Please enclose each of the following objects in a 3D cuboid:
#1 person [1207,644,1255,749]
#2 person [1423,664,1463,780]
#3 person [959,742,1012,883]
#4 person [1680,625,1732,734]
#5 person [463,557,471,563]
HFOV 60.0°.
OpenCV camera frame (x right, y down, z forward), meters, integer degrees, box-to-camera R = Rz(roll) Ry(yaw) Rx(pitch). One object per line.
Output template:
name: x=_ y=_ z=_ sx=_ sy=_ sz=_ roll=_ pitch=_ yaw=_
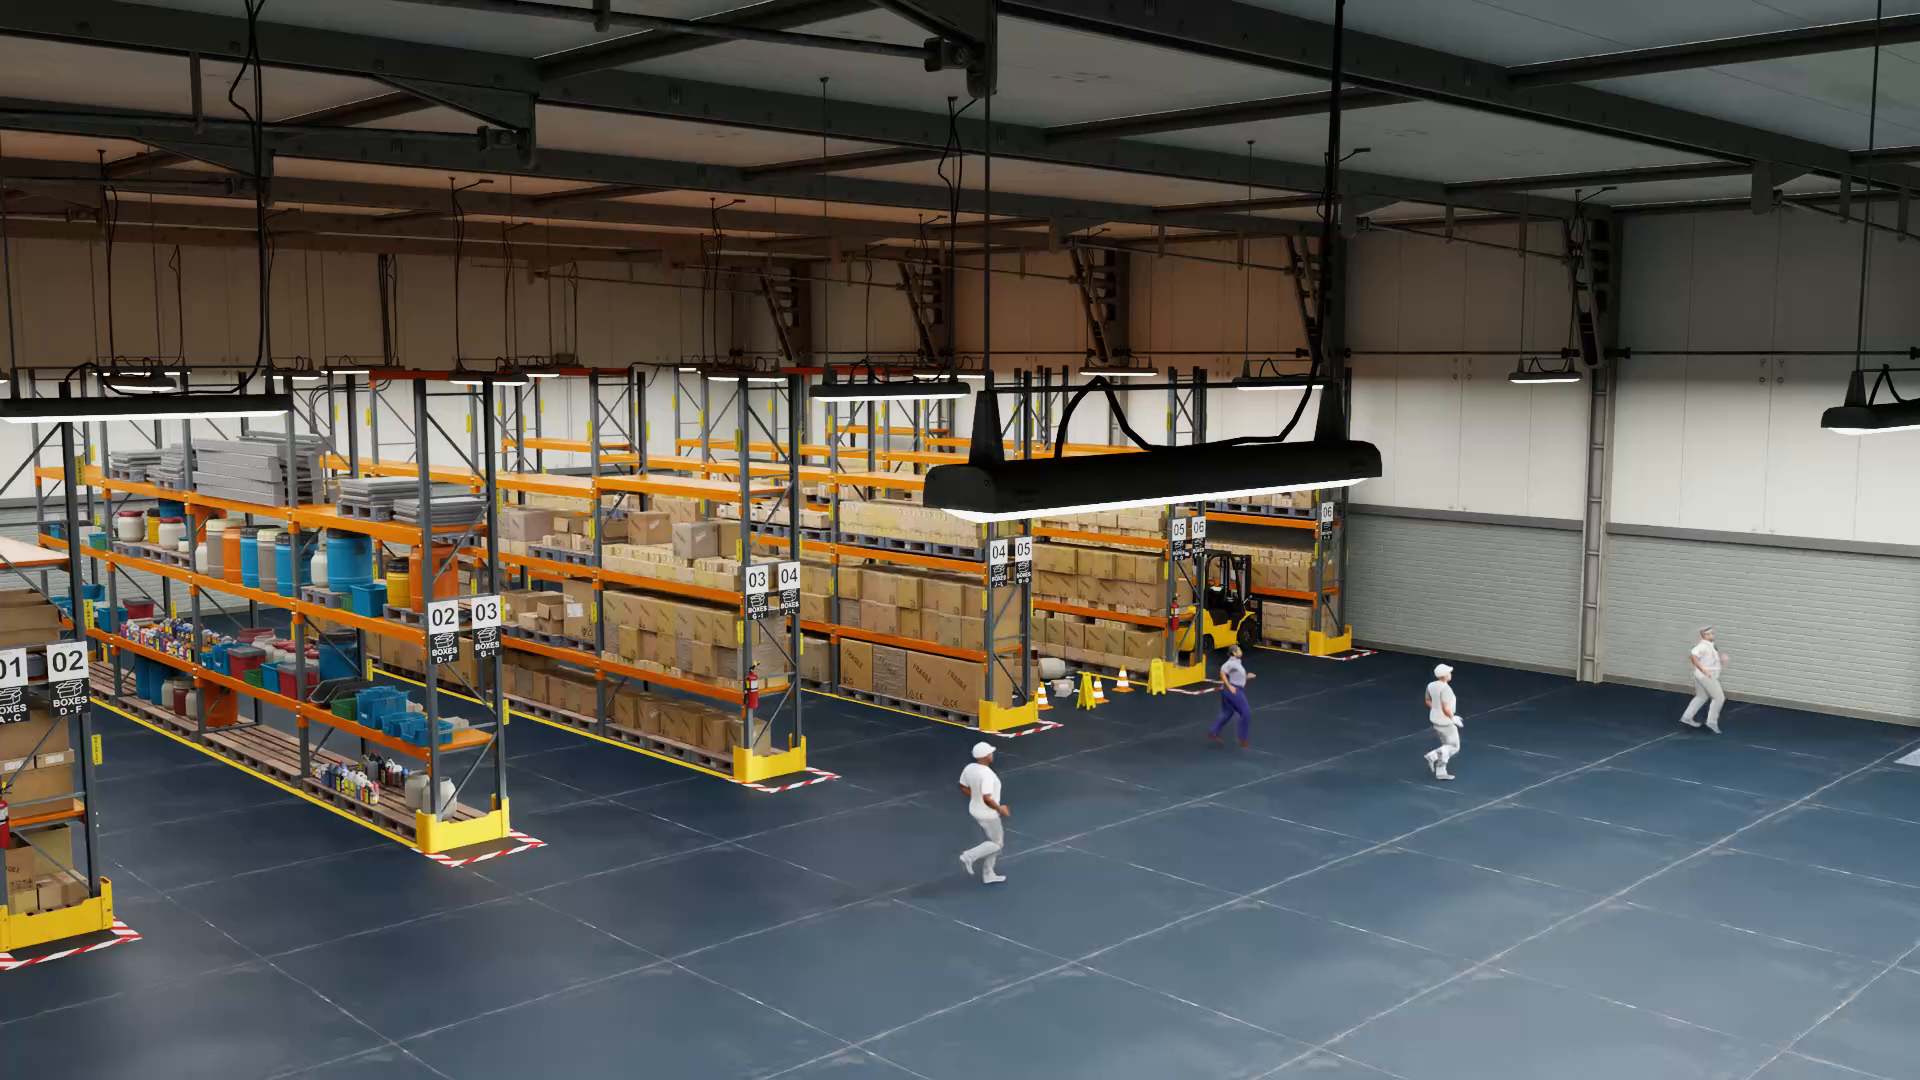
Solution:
person: x=4.371 y=2.516 z=26.710 sx=0.755 sy=1.713 sz=0.587 roll=0 pitch=6 yaw=2
person: x=7.112 y=2.698 z=24.627 sx=0.605 sy=1.743 sz=0.657 roll=-2 pitch=7 yaw=-13
person: x=0.249 y=3.252 z=19.777 sx=0.661 sy=1.726 sz=0.701 roll=-3 pitch=7 yaw=-26
person: x=12.487 y=2.325 z=27.800 sx=0.745 sy=1.851 sz=0.639 roll=2 pitch=7 yaw=19
person: x=-11.380 y=1.227 z=38.155 sx=0.617 sy=1.714 sz=0.775 roll=-4 pitch=8 yaw=-33
